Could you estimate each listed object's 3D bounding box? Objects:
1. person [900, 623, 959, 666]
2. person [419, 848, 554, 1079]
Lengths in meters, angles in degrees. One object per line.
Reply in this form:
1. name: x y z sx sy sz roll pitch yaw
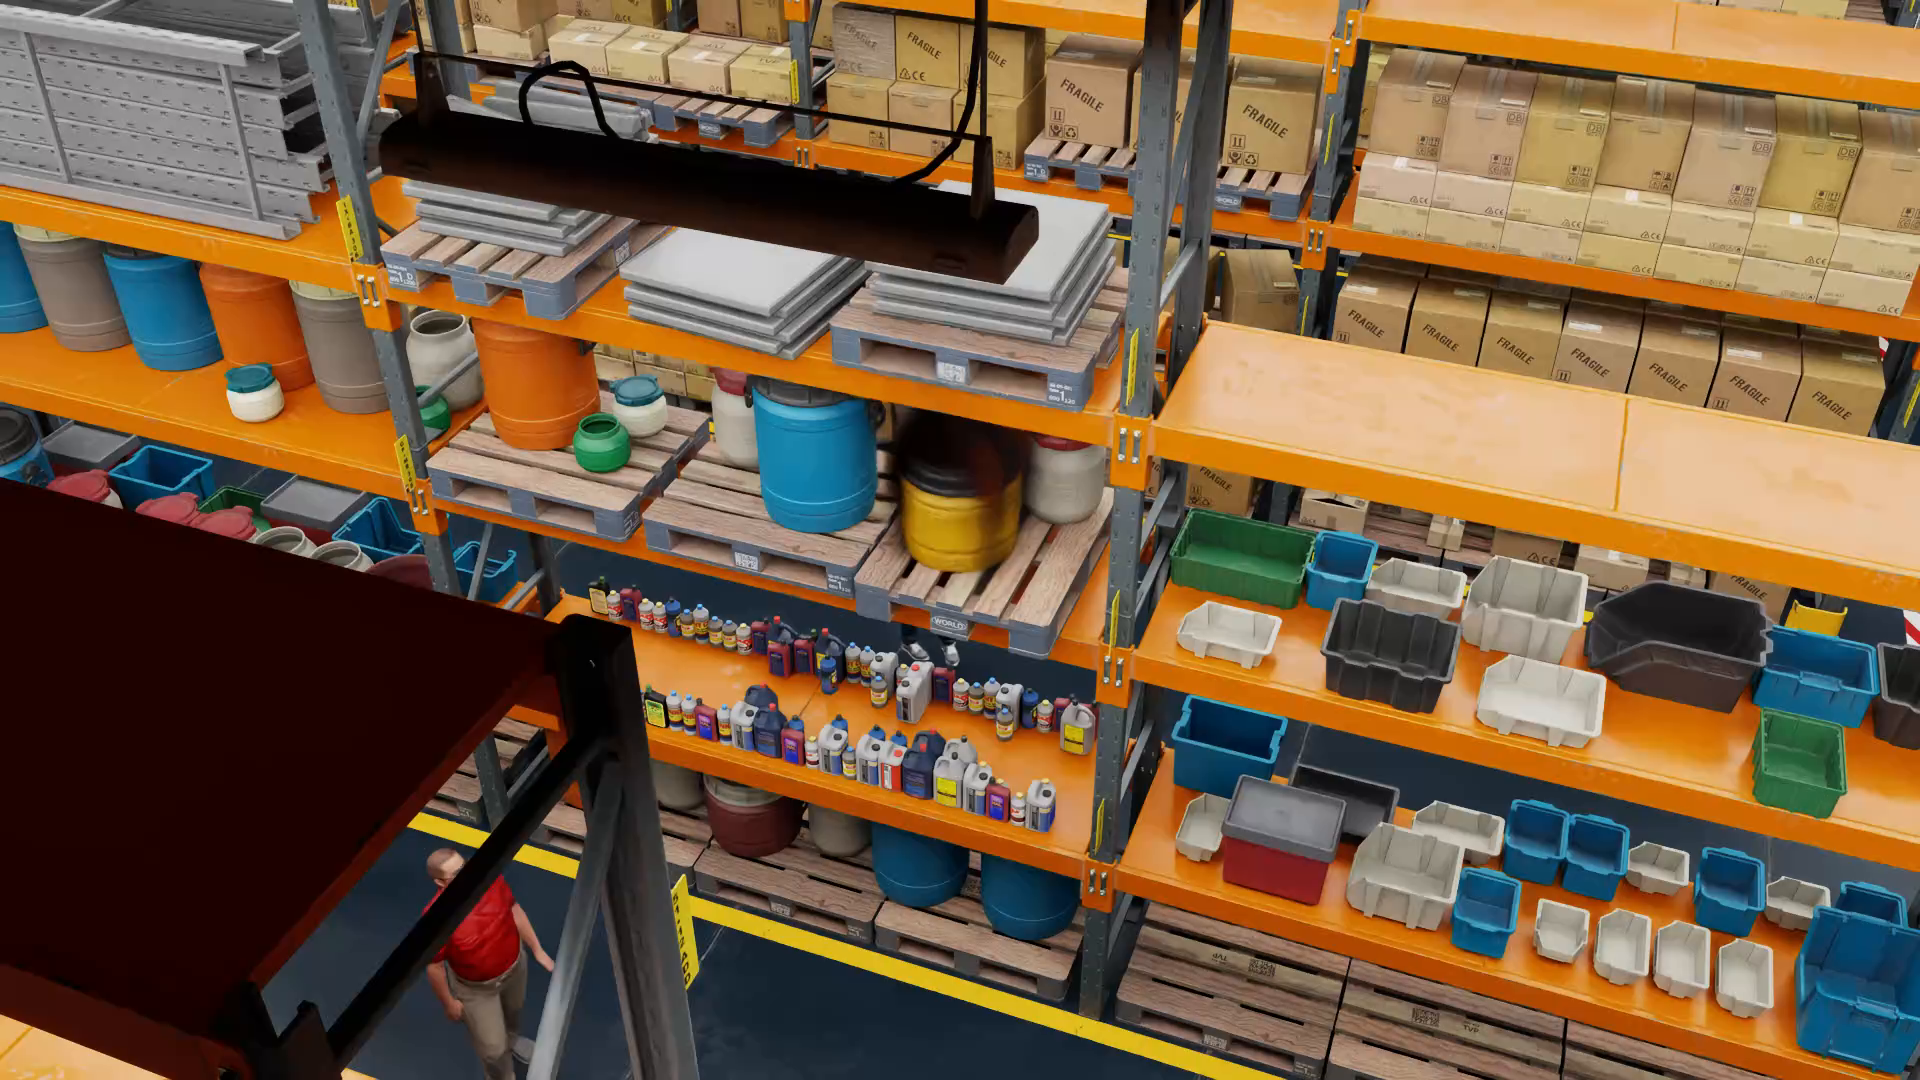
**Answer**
1. person: -0.257 0.187 11.600 0.469 1.574 0.416 -6 37 -8
2. person: -2.437 2.310 8.676 0.594 1.799 0.542 -28 45 -33
